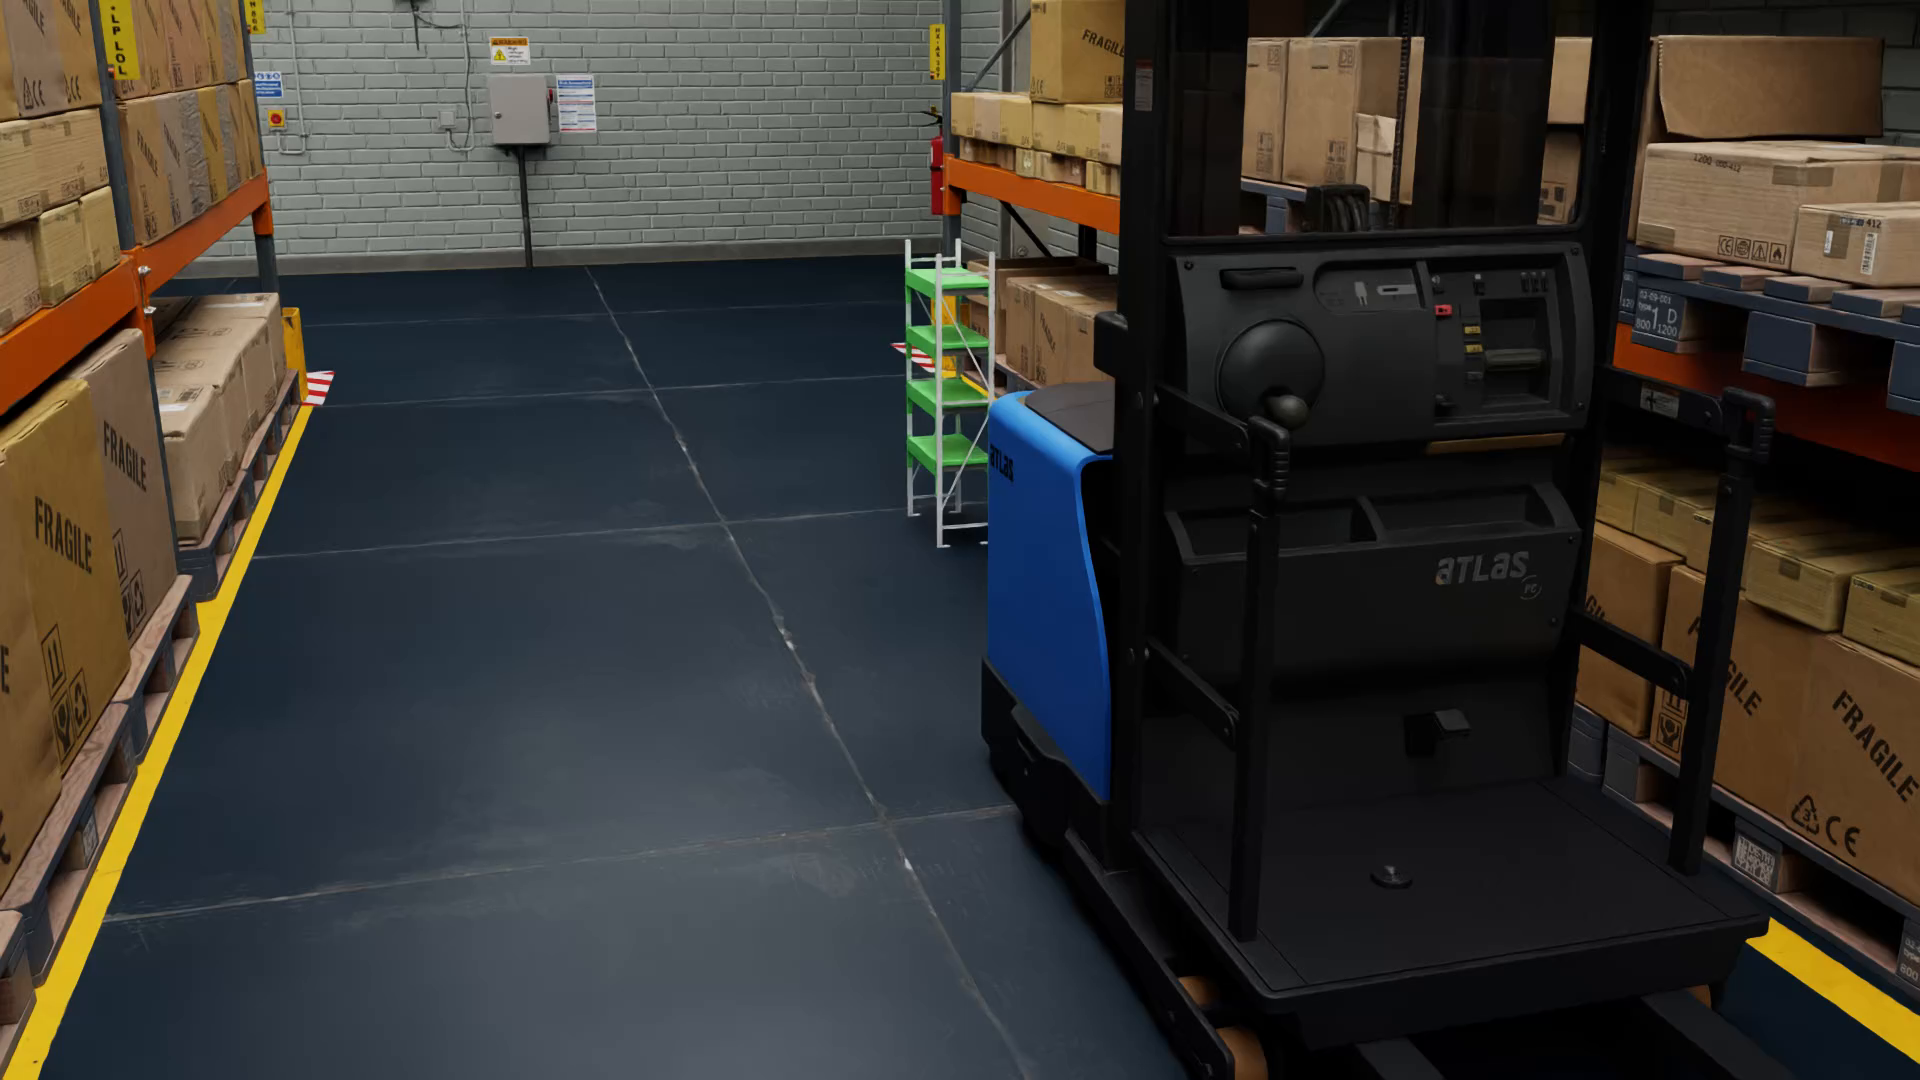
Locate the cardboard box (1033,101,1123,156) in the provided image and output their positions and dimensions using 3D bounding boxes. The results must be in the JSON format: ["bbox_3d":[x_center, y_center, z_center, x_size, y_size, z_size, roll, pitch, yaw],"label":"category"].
[{"bbox_3d":[0.695,-2.122,8.548,0.500,0.250,0.500,-5,17,-17],"label":"cardboard box"}]

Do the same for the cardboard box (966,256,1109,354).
[{"bbox_3d":[0.464,-1.447,10.163,0.797,0.503,0.637,-5,18,-17],"label":"cardboard box"}]

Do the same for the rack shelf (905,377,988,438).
[{"bbox_3d":[-0.046,-0.559,6.950,0.258,0.148,0.480,-5,17,-15],"label":"rack shelf"}]

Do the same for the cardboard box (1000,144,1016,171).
[{"bbox_3d":[0.444,-2.173,9.410,0.380,0.149,0.250,-4,17,-14],"label":"cardboard box"}]

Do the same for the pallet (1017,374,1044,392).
[{"bbox_3d":[0.959,-0.704,8.929,1.003,0.211,1.213,-5,17,-15],"label":"pallet"}]

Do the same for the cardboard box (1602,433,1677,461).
[{"bbox_3d":[1.869,-0.205,4.909,0.380,0.149,0.250,-6,18,-18],"label":"cardboard box"}]

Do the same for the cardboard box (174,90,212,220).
[{"bbox_3d":[-3.427,-1.594,6.870,0.500,0.500,0.500,-5,17,-15],"label":"cardboard box"}]

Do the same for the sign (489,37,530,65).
[{"bbox_3d":[-4.007,-4.356,14.805,0.339,0.242,0.001,-5,17,-15],"label":"sign"}]

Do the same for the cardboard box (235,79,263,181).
[{"bbox_3d":[-3.998,-2.160,8.754,0.500,0.500,0.500,-5,17,-15],"label":"cardboard box"}]

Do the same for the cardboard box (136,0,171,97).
[{"bbox_3d":[-3.316,-1.936,6.270,0.500,0.500,0.500,-5,17,-16],"label":"cardboard box"}]

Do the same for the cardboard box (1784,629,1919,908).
[{"bbox_3d":[2.263,0.491,3.718,0.500,0.500,0.500,-4,17,-14],"label":"cardboard box"}]

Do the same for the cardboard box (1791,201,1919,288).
[{"bbox_3d":[2.036,-0.637,3.566,0.380,0.149,0.250,-4,17,-14],"label":"cardboard box"}]

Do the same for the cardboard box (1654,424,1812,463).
[{"bbox_3d":[2.335,-0.242,5.031,0.380,0.149,0.250,-5,17,-15],"label":"cardboard box"}]

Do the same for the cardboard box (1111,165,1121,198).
[{"bbox_3d":[0.923,-1.674,7.749,0.380,0.149,0.250,-4,17,-14],"label":"cardboard box"}]

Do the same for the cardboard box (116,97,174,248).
[{"bbox_3d":[-3.163,-1.316,5.946,0.500,0.500,0.500,-4,17,-13],"label":"cardboard box"}]

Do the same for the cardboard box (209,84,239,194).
[{"bbox_3d":[-3.723,-1.878,7.817,0.500,0.500,0.500,-4,17,-14],"label":"cardboard box"}]

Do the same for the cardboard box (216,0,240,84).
[{"bbox_3d":[-3.851,-2.494,8.130,0.500,0.500,0.500,-5,17,-15],"label":"cardboard box"}]

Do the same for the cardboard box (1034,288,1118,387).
[{"bbox_3d":[0.711,-1.051,8.853,0.500,0.500,0.500,-4,17,-14],"label":"cardboard box"}]

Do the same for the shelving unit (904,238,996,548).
[{"bbox_3d":[-0.046,-0.620,6.932,0.258,1.200,0.503,-5,17,-15],"label":"shelving unit"}]

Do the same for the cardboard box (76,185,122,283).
[{"bbox_3d":[-2.920,-0.942,5.135,0.500,0.250,0.500,-5,17,-17],"label":"cardboard box"}]

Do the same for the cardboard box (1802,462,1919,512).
[{"bbox_3d":[2.564,-0.109,4.589,0.380,0.149,0.250,-6,18,-18],"label":"cardboard box"}]

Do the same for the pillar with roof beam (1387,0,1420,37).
[{"bbox_3d":[-1.978,-4.308,5.652,9.100,9.000,0.400,-5,17,-15],"label":"pillar with roof beam"}]

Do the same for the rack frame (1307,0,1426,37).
[{"bbox_3d":[1.486,-1.511,6.770,1.000,3.000,0.127,-5,17,-15],"label":"rack frame"}]

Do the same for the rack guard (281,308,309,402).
[{"bbox_3d":[-4.391,-1.034,9.525,1.175,0.500,0.348,-5,17,-15],"label":"rack guard"}]

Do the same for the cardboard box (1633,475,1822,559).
[{"bbox_3d":[2.043,-0.062,4.433,0.380,0.149,0.250,-4,17,-14],"label":"cardboard box"}]

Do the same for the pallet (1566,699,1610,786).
[{"bbox_3d":[2.085,0.384,5.306,1.003,0.211,1.213,-5,17,-15],"label":"pallet"}]

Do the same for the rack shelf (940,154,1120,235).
[{"bbox_3d":[0.937,-1.720,8.715,1.077,0.370,4.000,-5,17,-15],"label":"rack shelf"}]

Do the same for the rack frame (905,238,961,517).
[{"bbox_3d":[-0.113,-0.688,7.157,0.240,1.200,0.015,-5,17,-15],"label":"rack frame"}]

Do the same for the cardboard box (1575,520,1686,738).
[{"bbox_3d":[1.989,0.207,4.663,0.500,0.500,0.500,-4,17,-13],"label":"cardboard box"}]

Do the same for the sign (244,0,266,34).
[{"bbox_3d":[-3.859,-2.931,9.072,0.100,0.325,0.005,-5,17,-15],"label":"sign"}]

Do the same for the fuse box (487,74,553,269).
[{"bbox_3d":[-3.897,-3.291,14.933,0.539,1.711,0.414,-5,17,-15],"label":"fuse box"}]

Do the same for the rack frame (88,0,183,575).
[{"bbox_3d":[-3.285,-1.118,5.460,1.000,3.000,0.127,-5,17,-15],"label":"rack frame"}]

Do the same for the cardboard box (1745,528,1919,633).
[{"bbox_3d":[2.101,0.091,3.923,0.380,0.149,0.250,-6,18,-18],"label":"cardboard box"}]

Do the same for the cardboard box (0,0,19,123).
[{"bbox_3d":[-2.651,-1.257,4.010,0.500,0.500,0.500,-4,17,-14],"label":"cardboard box"}]

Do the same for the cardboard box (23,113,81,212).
[{"bbox_3d":[-2.786,-1.045,4.609,0.500,0.250,0.500,-4,17,-14],"label":"cardboard box"}]

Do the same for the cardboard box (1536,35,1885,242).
[{"bbox_3d":[1.959,-1.092,4.465,0.797,0.503,0.637,-5,17,-17],"label":"cardboard box"}]

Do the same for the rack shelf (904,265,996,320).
[{"bbox_3d":[-0.046,-1.019,6.812,0.258,0.148,0.480,-5,17,-15],"label":"rack shelf"}]

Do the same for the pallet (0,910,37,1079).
[{"bbox_3d":[-2.330,1.100,2.923,1.003,0.211,1.213,-5,17,-15],"label":"pallet"}]

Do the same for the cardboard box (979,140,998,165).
[{"bbox_3d":[0.328,-2.318,9.892,0.380,0.149,0.250,-4,17,-14],"label":"cardboard box"}]

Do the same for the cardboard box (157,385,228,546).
[{"bbox_3d":[-3.355,-0.274,6.374,0.875,0.438,0.875,-5,17,-16],"label":"cardboard box"}]

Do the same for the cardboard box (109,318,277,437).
[{"bbox_3d":[-3.848,-0.771,8.029,0.875,0.438,0.875,-4,17,-14],"label":"cardboard box"}]

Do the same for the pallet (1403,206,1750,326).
[{"bbox_3d":[2.047,-0.851,4.903,1.003,0.211,1.213,-5,17,-15],"label":"pallet"}]

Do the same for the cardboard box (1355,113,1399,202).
[{"bbox_3d":[1.499,-1.234,5.348,0.396,0.266,0.258,-4,17,-13],"label":"cardboard box"}]

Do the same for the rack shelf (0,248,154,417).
[{"bbox_3d":[-2.736,-0.220,3.721,1.077,0.370,4.000,-5,17,-15],"label":"rack shelf"}]

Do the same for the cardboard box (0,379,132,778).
[{"bbox_3d":[-2.782,0.113,4.325,0.875,0.875,0.875,-4,17,-14],"label":"cardboard box"}]

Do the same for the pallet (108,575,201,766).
[{"bbox_3d":[-3.001,0.425,5.170,1.003,0.211,1.213,-5,17,-15],"label":"pallet"}]

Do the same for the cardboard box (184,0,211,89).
[{"bbox_3d":[-3.582,-2.218,7.210,0.500,0.500,0.500,-5,17,-16],"label":"cardboard box"}]

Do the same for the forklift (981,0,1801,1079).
[{"bbox_3d":[0.944,-0.413,3.233,1.130,2.935,3.031,-5,17,-15],"label":"forklift"}]

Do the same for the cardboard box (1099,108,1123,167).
[{"bbox_3d":[0.960,-1.841,7.611,0.500,0.250,0.500,-5,17,-15],"label":"cardboard box"}]

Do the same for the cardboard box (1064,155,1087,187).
[{"bbox_3d":[0.749,-1.888,8.458,0.380,0.149,0.250,-5,17,-15],"label":"cardboard box"}]

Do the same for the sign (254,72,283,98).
[{"bbox_3d":[-6.020,-3.925,14.334,0.327,0.218,0.001,-5,17,-15],"label":"sign"}]

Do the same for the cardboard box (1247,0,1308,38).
[{"bbox_3d":[1.333,-2.374,8.082,0.500,0.500,0.500,-5,17,-17],"label":"cardboard box"}]

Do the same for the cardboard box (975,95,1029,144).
[{"bbox_3d":[0.391,-2.402,9.479,0.500,0.250,0.500,-5,17,-15],"label":"cardboard box"}]

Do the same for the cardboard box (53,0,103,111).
[{"bbox_3d":[-2.921,-1.541,4.956,0.500,0.500,0.500,-4,17,-13],"label":"cardboard box"}]

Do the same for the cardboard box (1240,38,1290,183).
[{"bbox_3d":[1.404,-1.609,6.190,0.700,0.500,0.500,-4,17,-14],"label":"cardboard box"}]

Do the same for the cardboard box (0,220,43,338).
[{"bbox_3d":[-2.661,-0.660,4.196,0.500,0.250,0.500,-5,17,-17],"label":"cardboard box"}]

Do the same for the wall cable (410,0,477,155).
[{"bbox_3d":[-4.596,-4.384,14.567,0.588,1.984,0.122,-5,17,-15],"label":"wall cable"}]

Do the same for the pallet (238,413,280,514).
[{"bbox_3d":[-3.758,-0.337,7.707,1.003,0.211,1.213,-5,17,-15],"label":"pallet"}]

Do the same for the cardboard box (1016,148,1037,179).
[{"bbox_3d":[0.520,-2.025,8.915,0.380,0.149,0.250,-5,17,-17],"label":"cardboard box"}]

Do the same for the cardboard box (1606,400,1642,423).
[{"bbox_3d":[2.261,-0.392,5.532,0.380,0.149,0.250,-4,17,-14],"label":"cardboard box"}]
